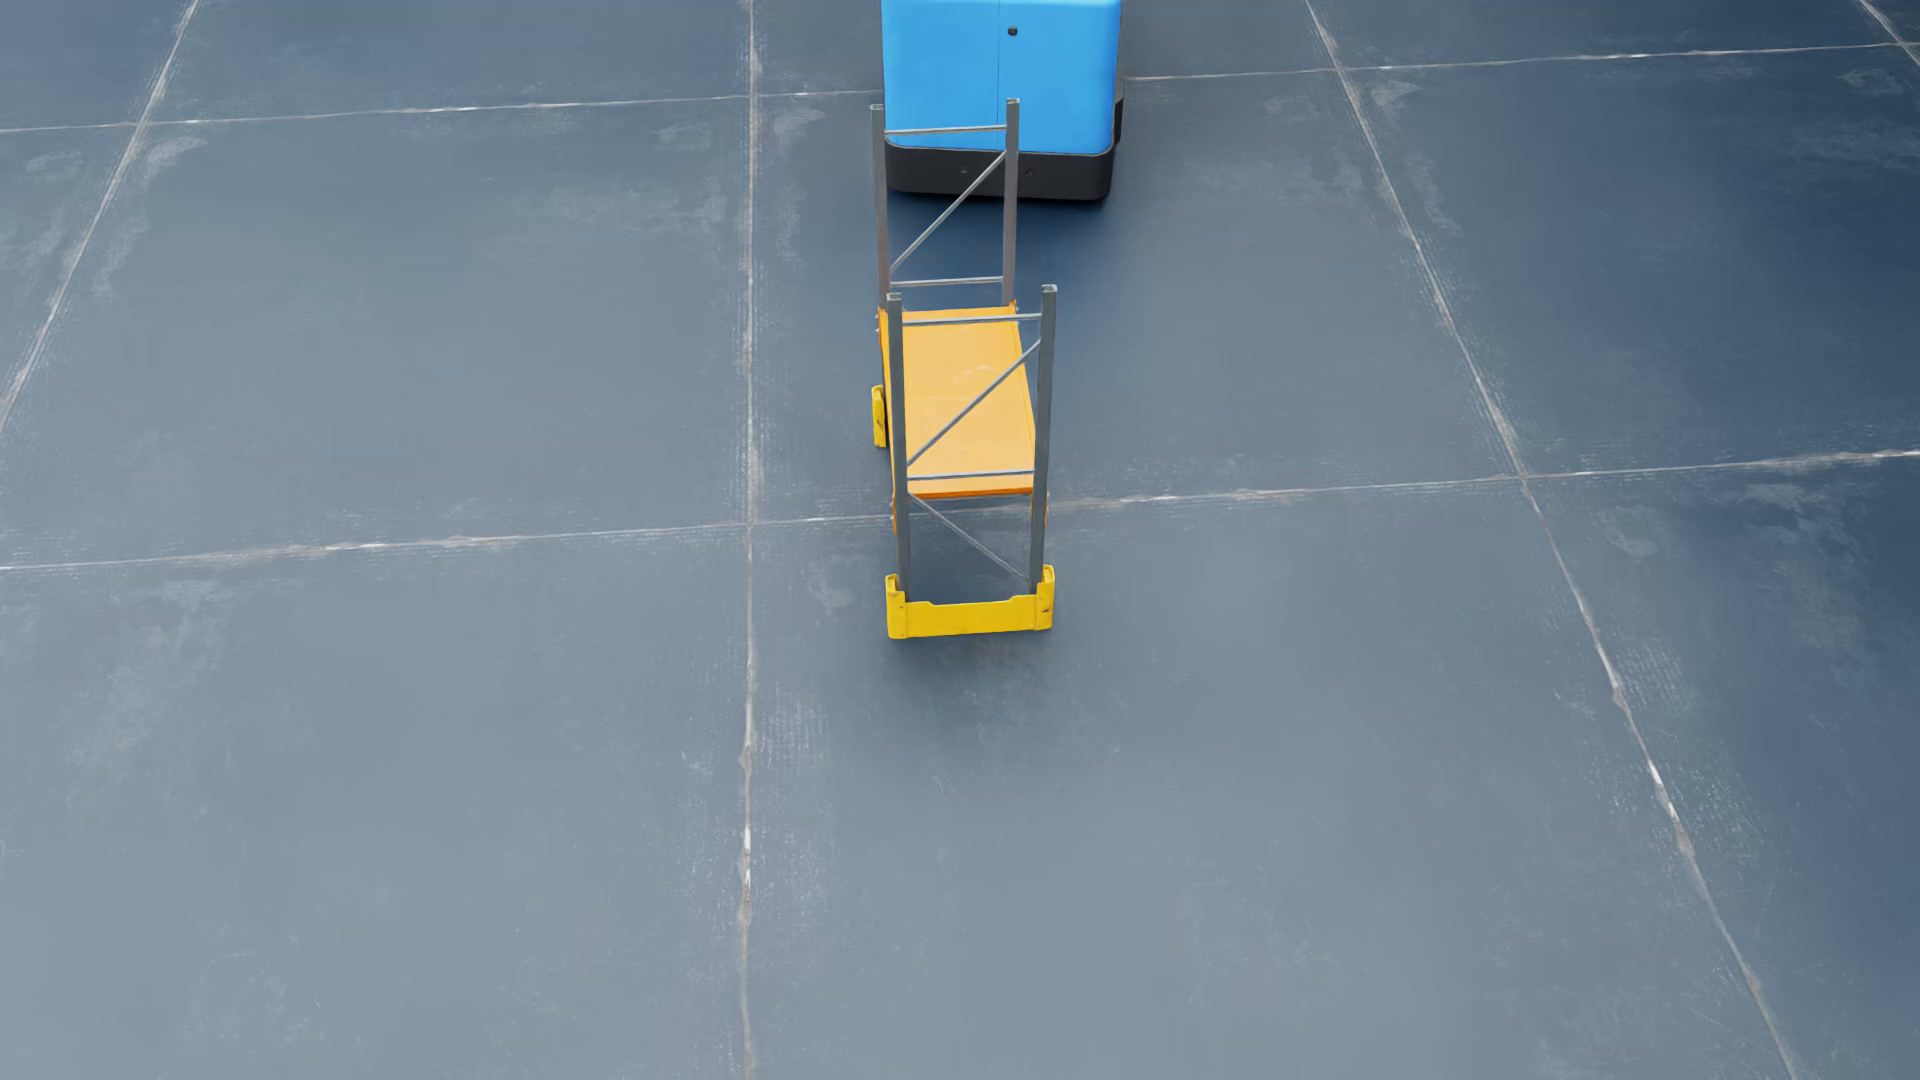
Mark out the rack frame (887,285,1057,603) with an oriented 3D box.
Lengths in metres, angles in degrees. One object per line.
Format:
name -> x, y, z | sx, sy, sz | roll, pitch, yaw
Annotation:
rack frame -> 0.035, -0.210, 5.416 | 0.500, 1.500, 0.032 | -3, 47, -3

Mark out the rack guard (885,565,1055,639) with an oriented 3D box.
rack guard -> 0.035, 0.219, 5.870 | 0.587, 0.250, 0.087 | -3, 47, -3

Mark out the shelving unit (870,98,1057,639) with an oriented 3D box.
shelving unit -> -0.006, -0.571, 5.758 | 0.587, 1.500, 1.083 | -3, 47, -3

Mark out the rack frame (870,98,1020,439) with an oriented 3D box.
rack frame -> -0.050, -0.945, 6.112 | 0.500, 1.500, 0.032 | -3, 47, -3

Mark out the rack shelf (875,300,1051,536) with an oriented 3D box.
rack shelf -> -0.007, -0.454, 5.895 | 0.538, 0.185, 1.000 | -3, 47, -3

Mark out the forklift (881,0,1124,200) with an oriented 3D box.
forklift -> 0.283, -3.636, 7.675 | 1.130, 2.935, 3.031 | 3, 47, 3

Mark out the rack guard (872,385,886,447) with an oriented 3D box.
rack guard -> -0.048, -0.501, 6.553 | 0.587, 0.250, 0.087 | -3, 47, -3
